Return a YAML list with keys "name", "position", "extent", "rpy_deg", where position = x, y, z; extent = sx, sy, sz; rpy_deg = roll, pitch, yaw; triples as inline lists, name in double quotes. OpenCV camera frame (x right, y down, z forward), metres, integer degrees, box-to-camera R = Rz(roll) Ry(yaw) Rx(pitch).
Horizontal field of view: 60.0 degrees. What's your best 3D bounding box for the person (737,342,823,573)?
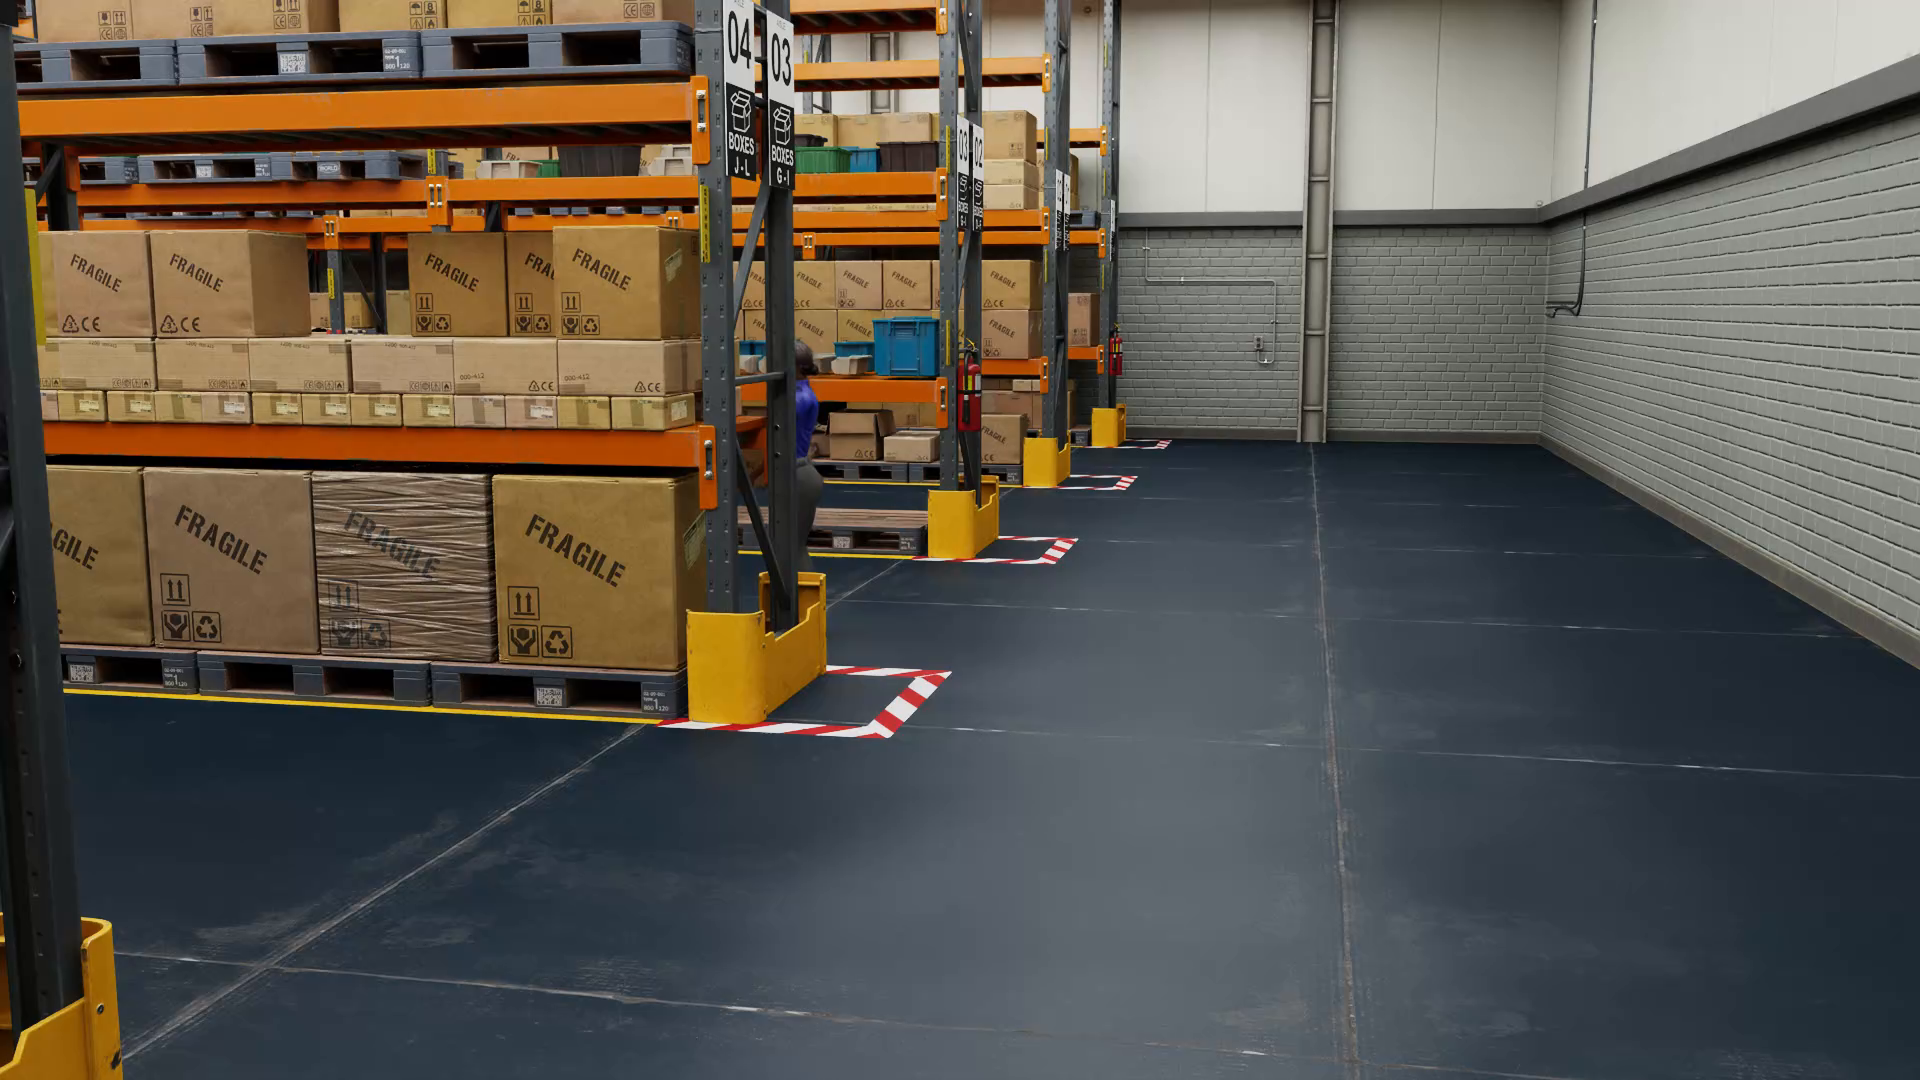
- name: "person"
  position: [-1.023, -0.283, 9.365]
  extent: [0.505, 1.656, 0.436]
  rpy_deg: [0, 8, -3]
